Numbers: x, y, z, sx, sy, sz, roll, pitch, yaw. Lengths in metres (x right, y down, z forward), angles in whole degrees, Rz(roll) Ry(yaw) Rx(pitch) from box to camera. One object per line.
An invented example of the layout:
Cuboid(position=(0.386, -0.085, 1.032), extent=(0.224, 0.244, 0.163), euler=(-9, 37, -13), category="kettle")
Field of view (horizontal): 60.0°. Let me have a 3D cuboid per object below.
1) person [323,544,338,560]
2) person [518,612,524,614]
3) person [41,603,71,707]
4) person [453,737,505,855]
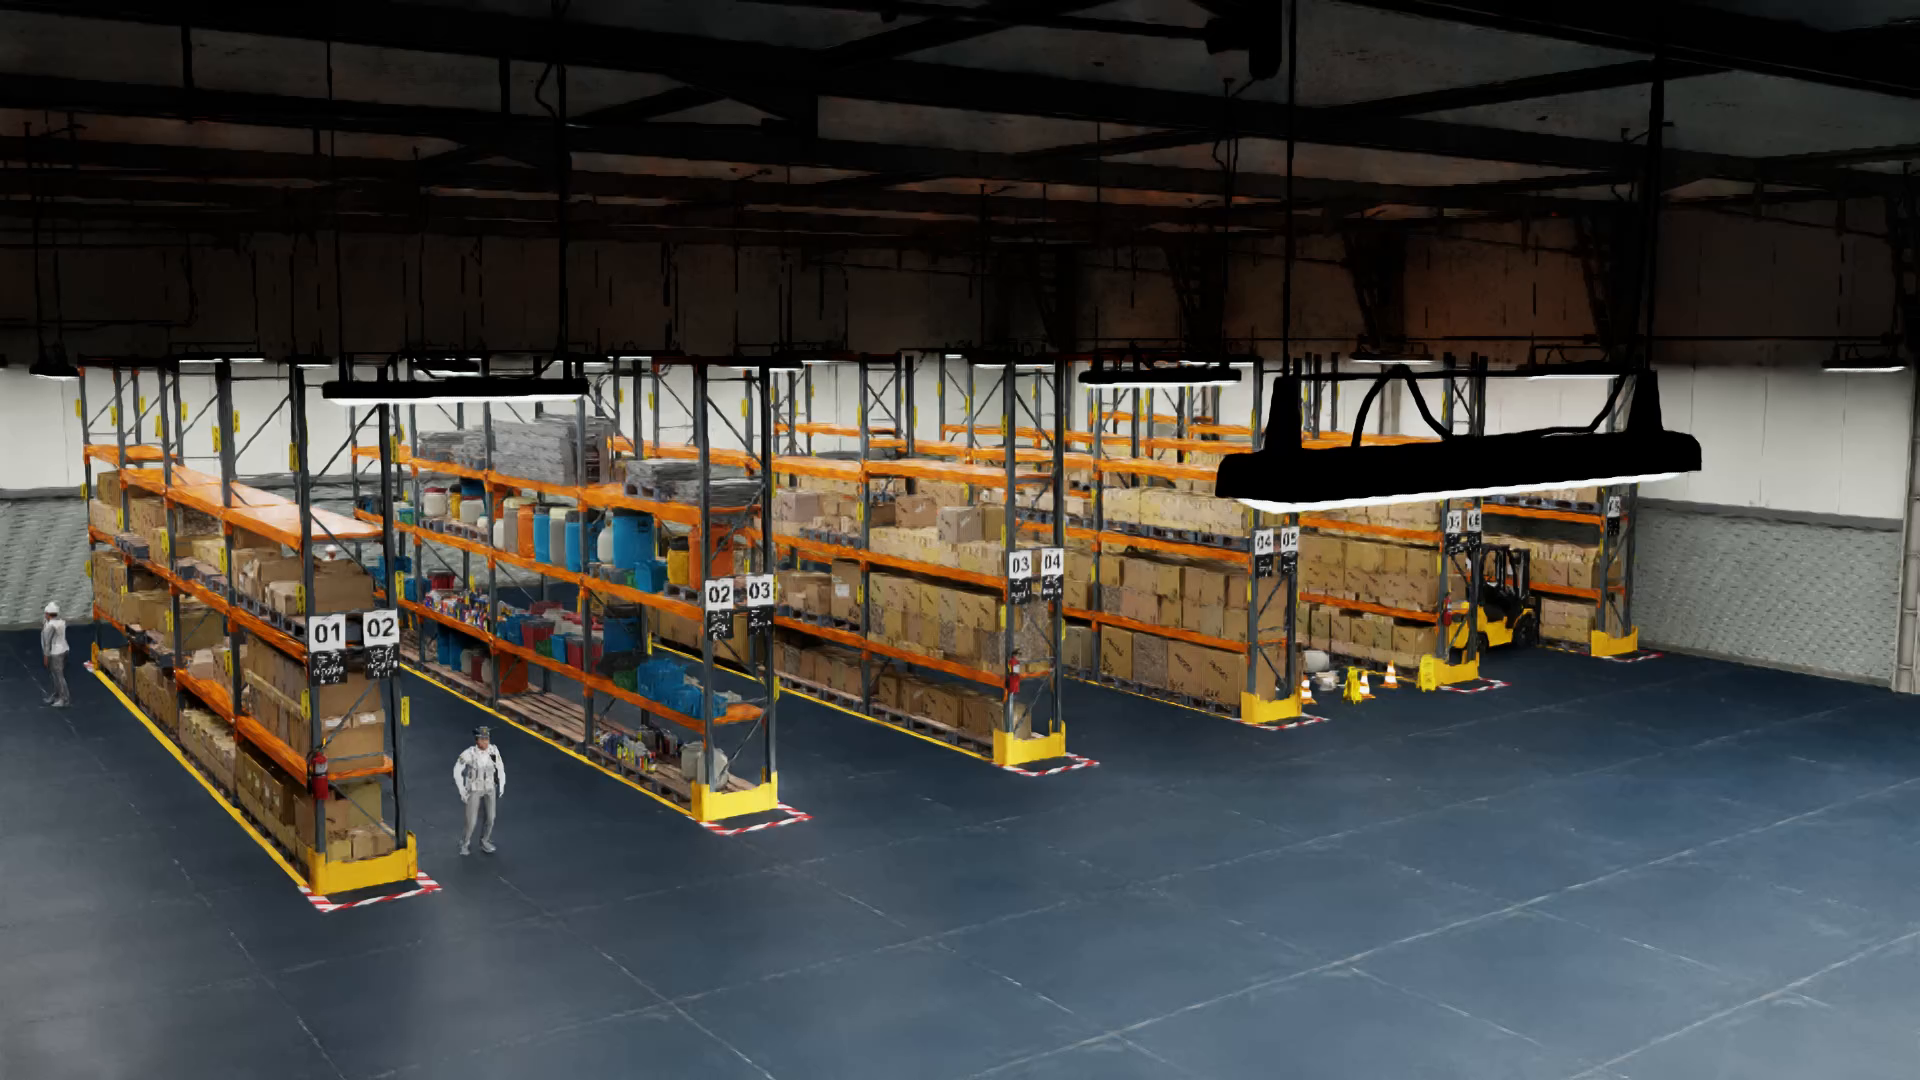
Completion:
Cuboid(position=(-13.976, 0.984, 36.765), extent=(0.468, 1.775, 0.715), euler=(-1, 7, -7), category="person")
Cuboid(position=(-6.736, 0.101, 37.238), extent=(29.153, 3.443, 12.375), euler=(-5, 9, -36), category="person")
Cuboid(position=(-15.644, 1.962, 28.700), extent=(0.560, 1.770, 0.627), euler=(-1, 7, -5), category="person")
Cuboid(position=(-5.904, 3.073, 20.435), extent=(0.639, 1.604, 0.497), euler=(-5, 9, -37), category="person")
